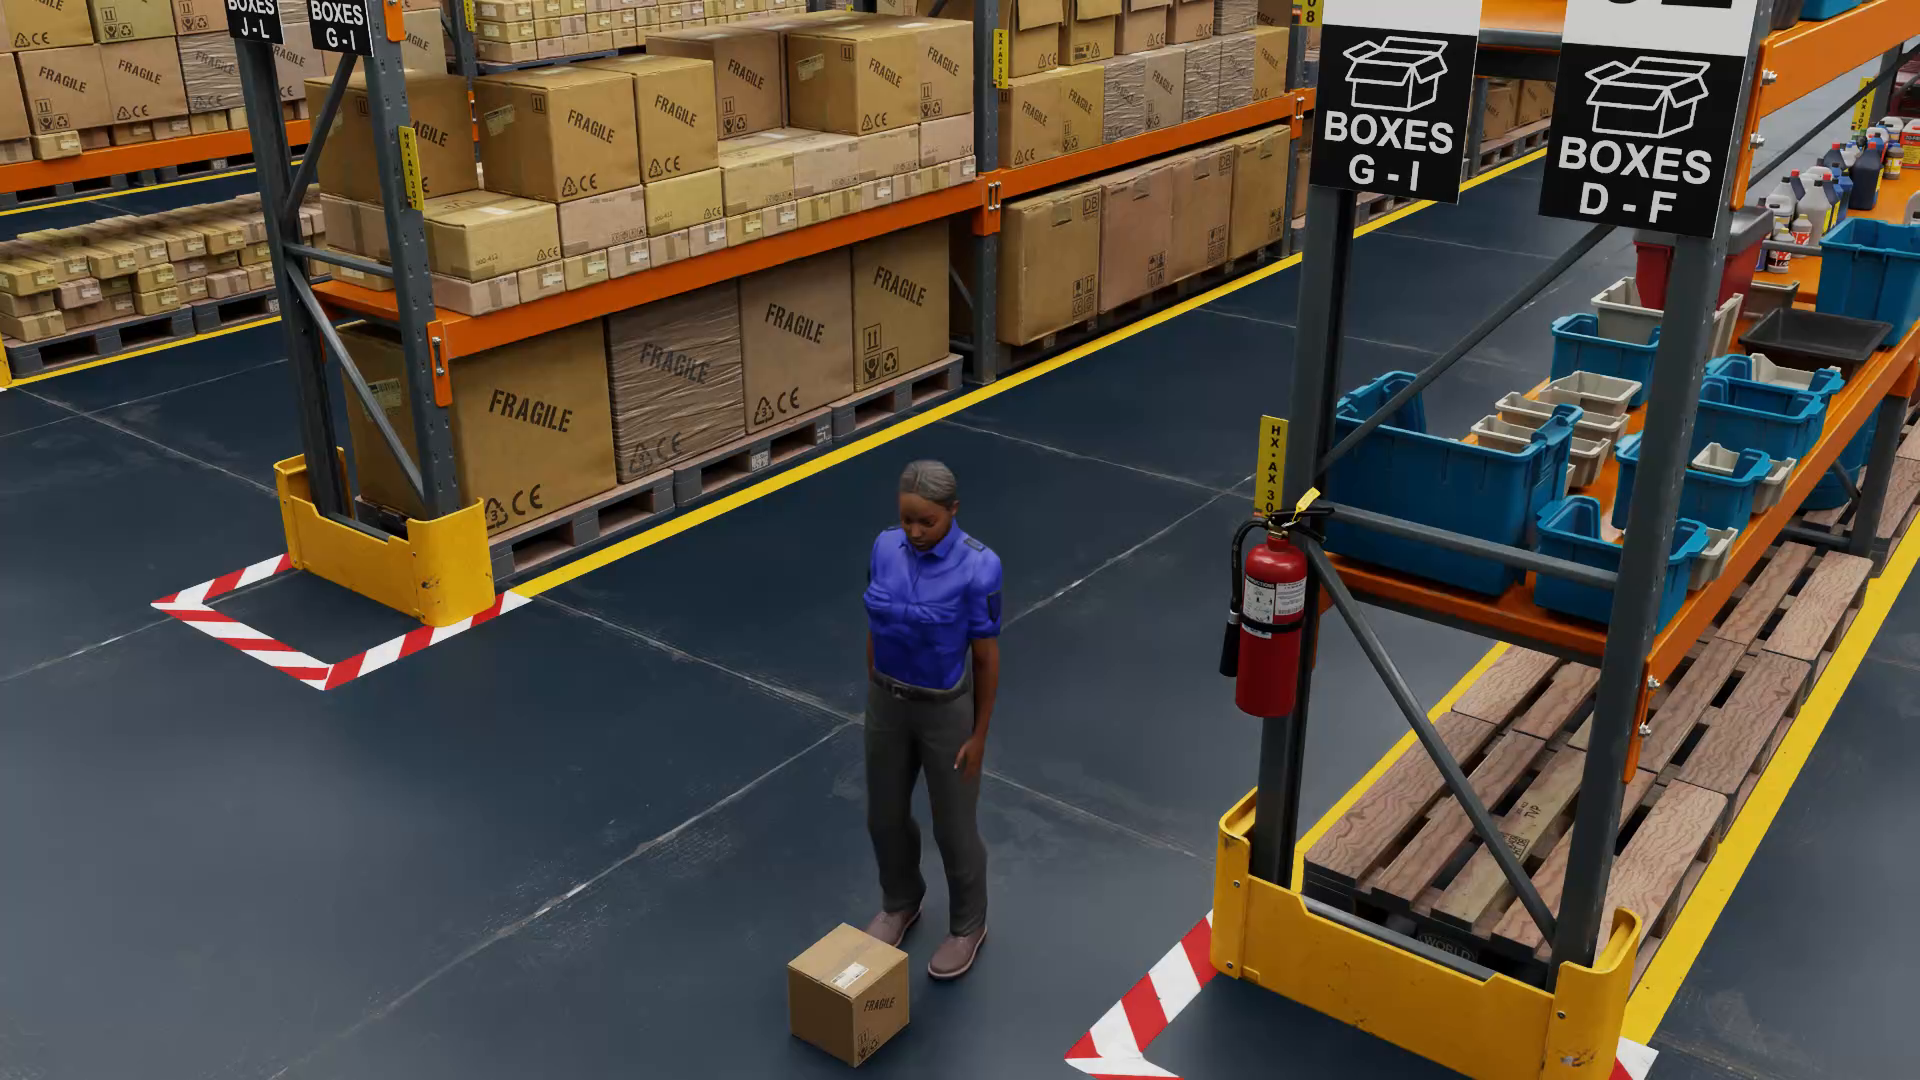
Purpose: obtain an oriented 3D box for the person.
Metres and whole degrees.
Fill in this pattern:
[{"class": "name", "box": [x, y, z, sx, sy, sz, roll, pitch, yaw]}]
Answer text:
[{"class": "person", "box": [-0.088, 0.528, 4.919, 0.440, 1.651, 0.304, 12, 26, 26]}]
